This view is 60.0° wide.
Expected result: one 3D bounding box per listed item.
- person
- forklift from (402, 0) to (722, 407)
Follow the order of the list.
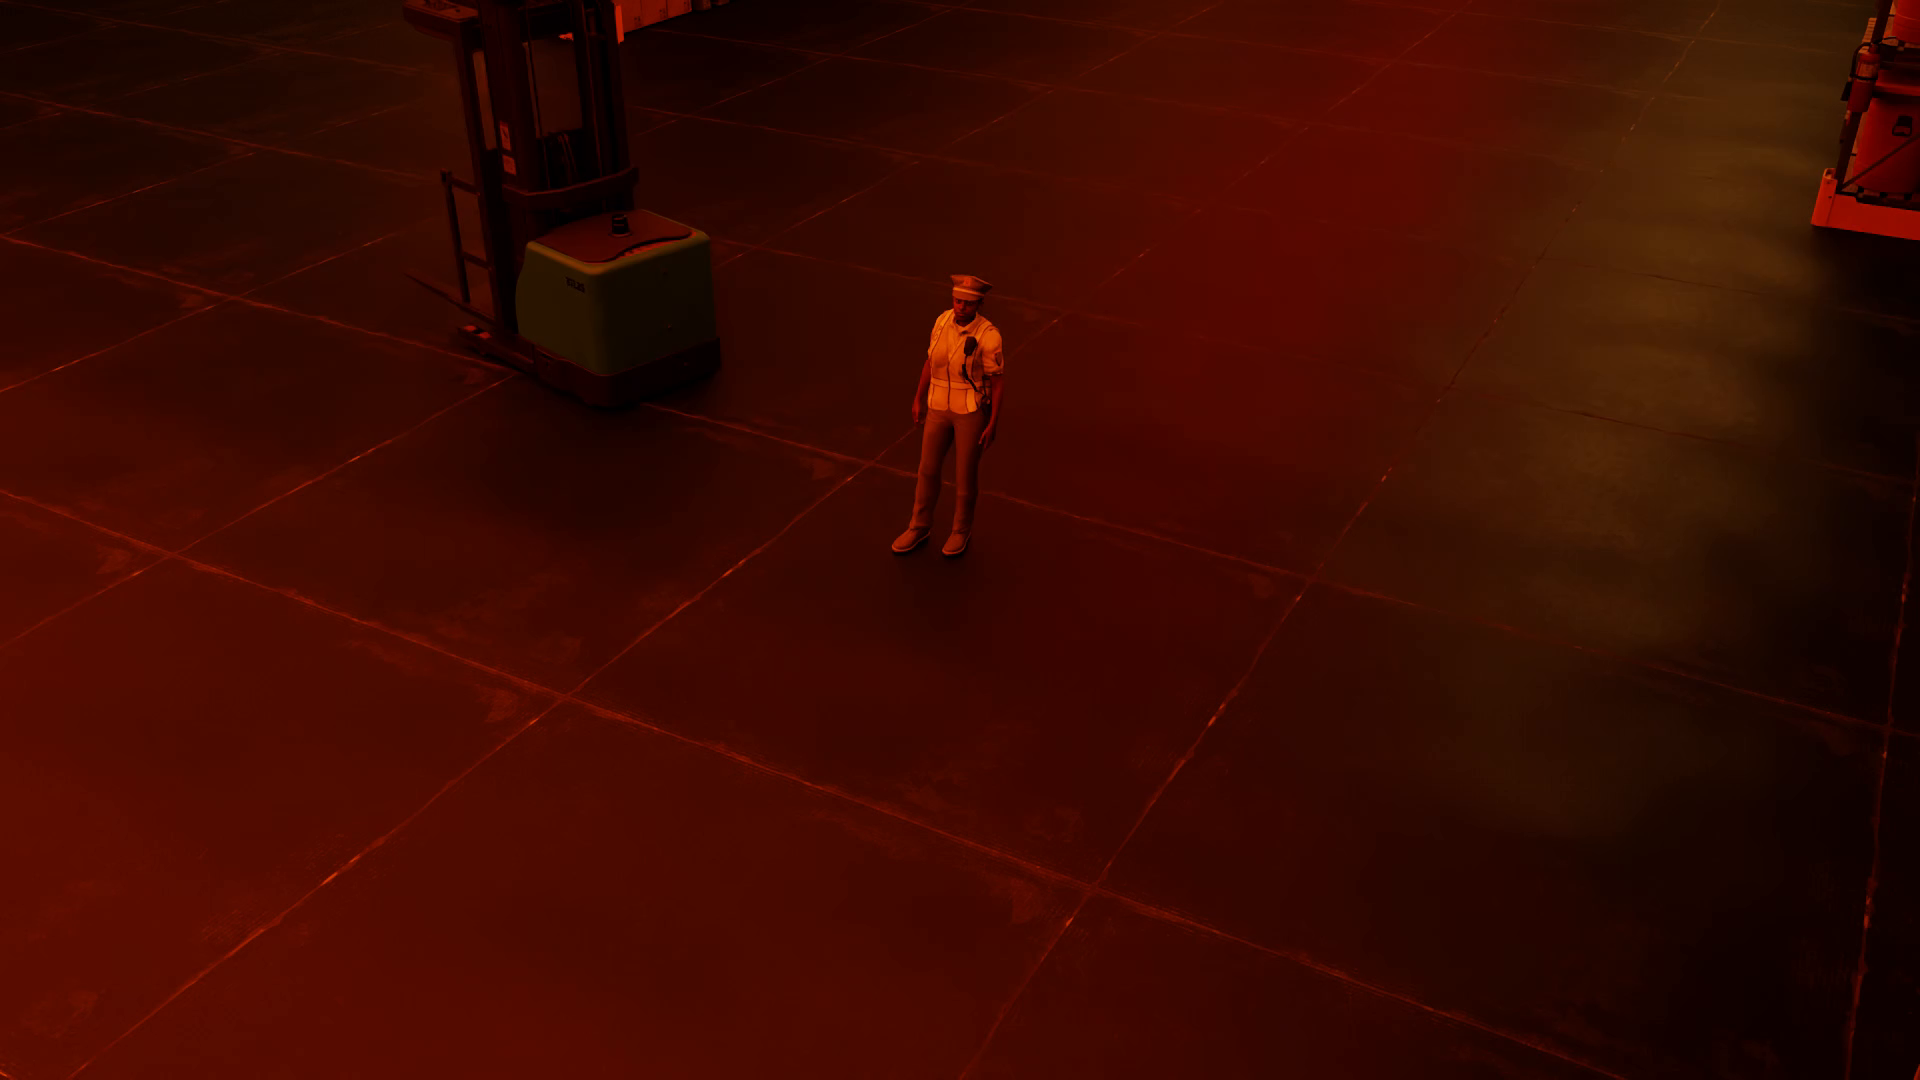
[{"bbox_3d":[-0.054,-0.712,9.528,0.569,1.695,0.530,15,33,25],"label":"person"},{"bbox_3d":[-3.130,-2.813,11.944,3.031,2.935,1.130,26,39,37],"label":"forklift"}]
